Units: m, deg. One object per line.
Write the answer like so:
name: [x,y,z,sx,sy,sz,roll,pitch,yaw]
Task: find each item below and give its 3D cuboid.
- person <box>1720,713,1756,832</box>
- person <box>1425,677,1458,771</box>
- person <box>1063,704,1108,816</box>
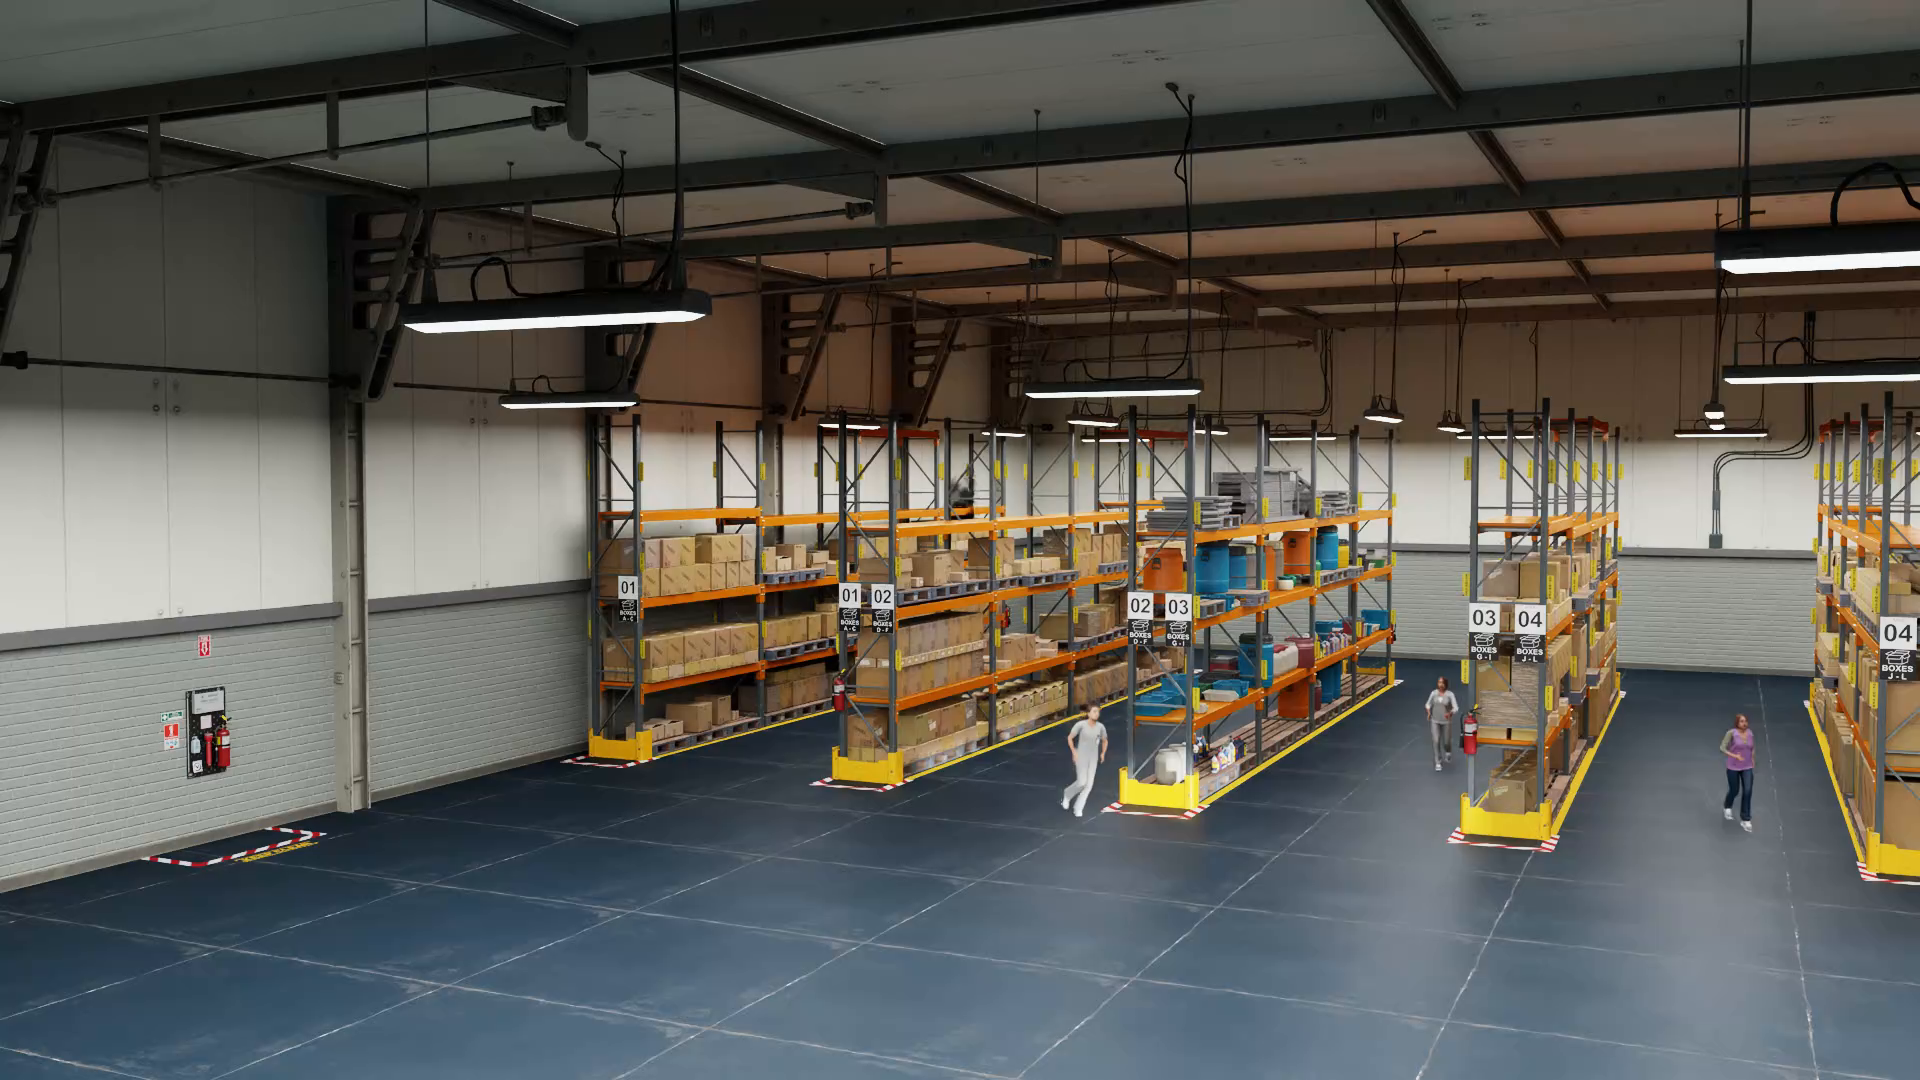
person: [10.969,3.236,23.436,0.537,1.607,0.820,0,2,7]
person: [8.093,3.071,27.969,0.542,1.553,0.680,1,3,24]
person: [1.856,3.192,24.291,0.627,1.614,0.551,-1,2,-19]
